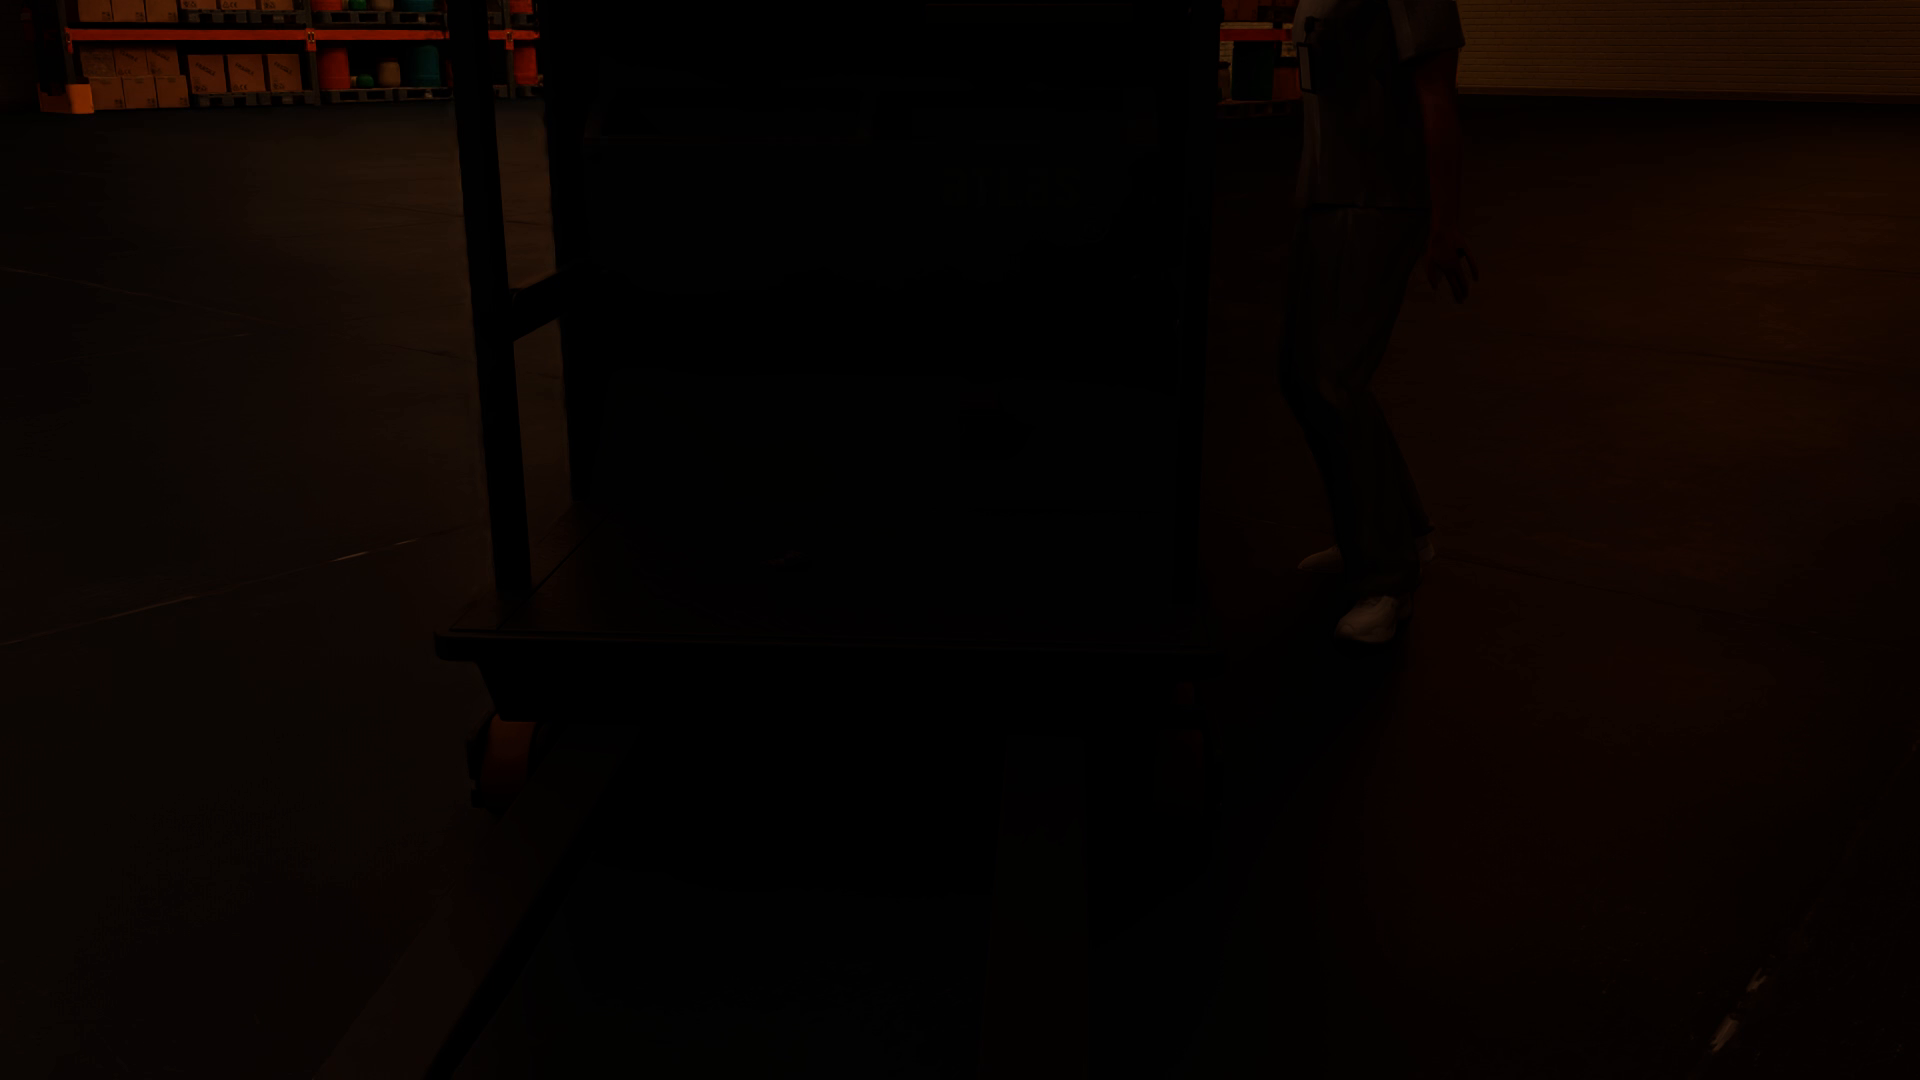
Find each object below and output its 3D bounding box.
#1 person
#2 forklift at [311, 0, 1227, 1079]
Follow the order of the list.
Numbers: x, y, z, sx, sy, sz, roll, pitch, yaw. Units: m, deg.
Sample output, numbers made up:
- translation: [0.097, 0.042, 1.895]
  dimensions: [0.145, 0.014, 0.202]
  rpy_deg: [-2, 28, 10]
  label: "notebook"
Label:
- translation: [0.858, -0.659, 3.371]
  dimensions: [0.424, 1.642, 0.799]
  rpy_deg: [0, 17, -1]
  label: "person"
- translation: [-0.155, -1.057, 2.379]
  dimensions: [1.130, 2.935, 3.031]
  rpy_deg: [1, 17, 3]
  label: "forklift"
